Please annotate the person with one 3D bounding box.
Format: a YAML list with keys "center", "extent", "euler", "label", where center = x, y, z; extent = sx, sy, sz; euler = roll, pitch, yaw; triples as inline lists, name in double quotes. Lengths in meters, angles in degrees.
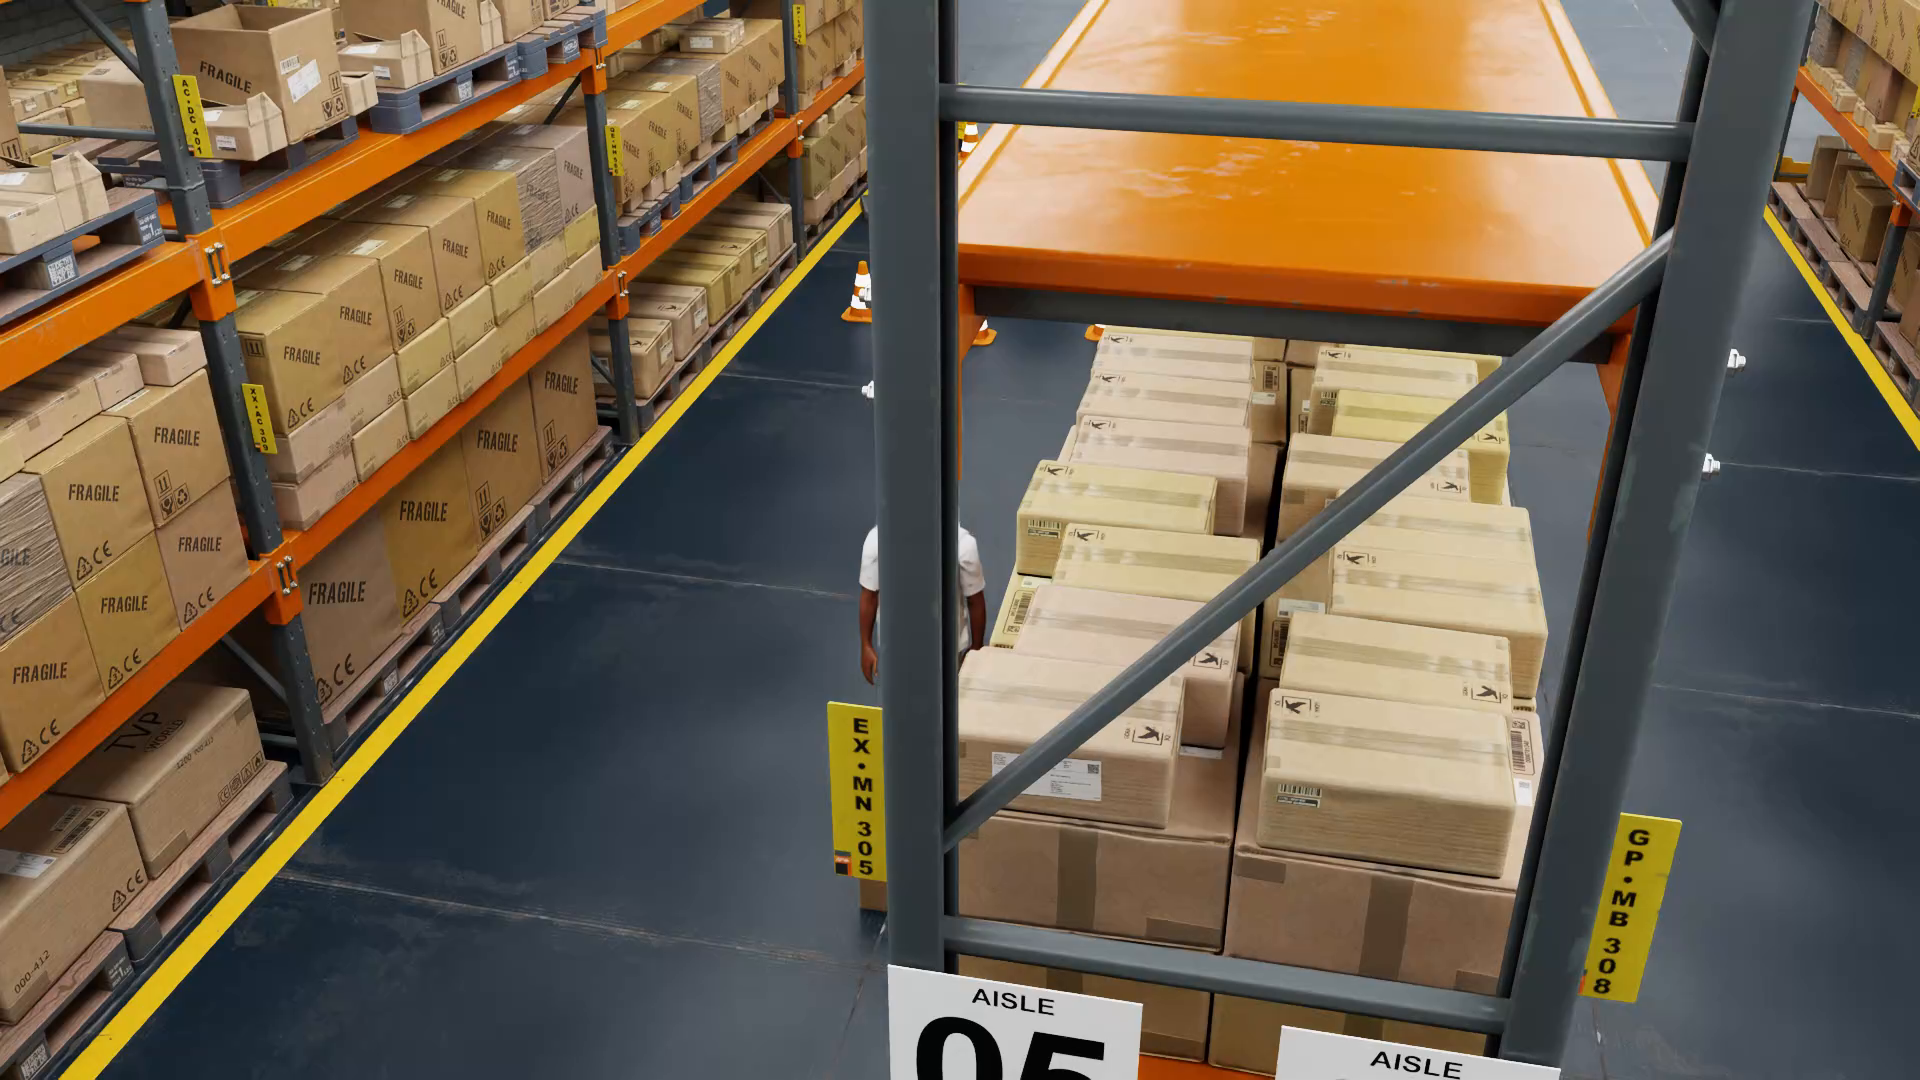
- center: [-0.179, 0.481, 7.705]
  extent: [0.588, 1.747, 0.735]
  euler: [7, 29, 12]
  label: "person"
